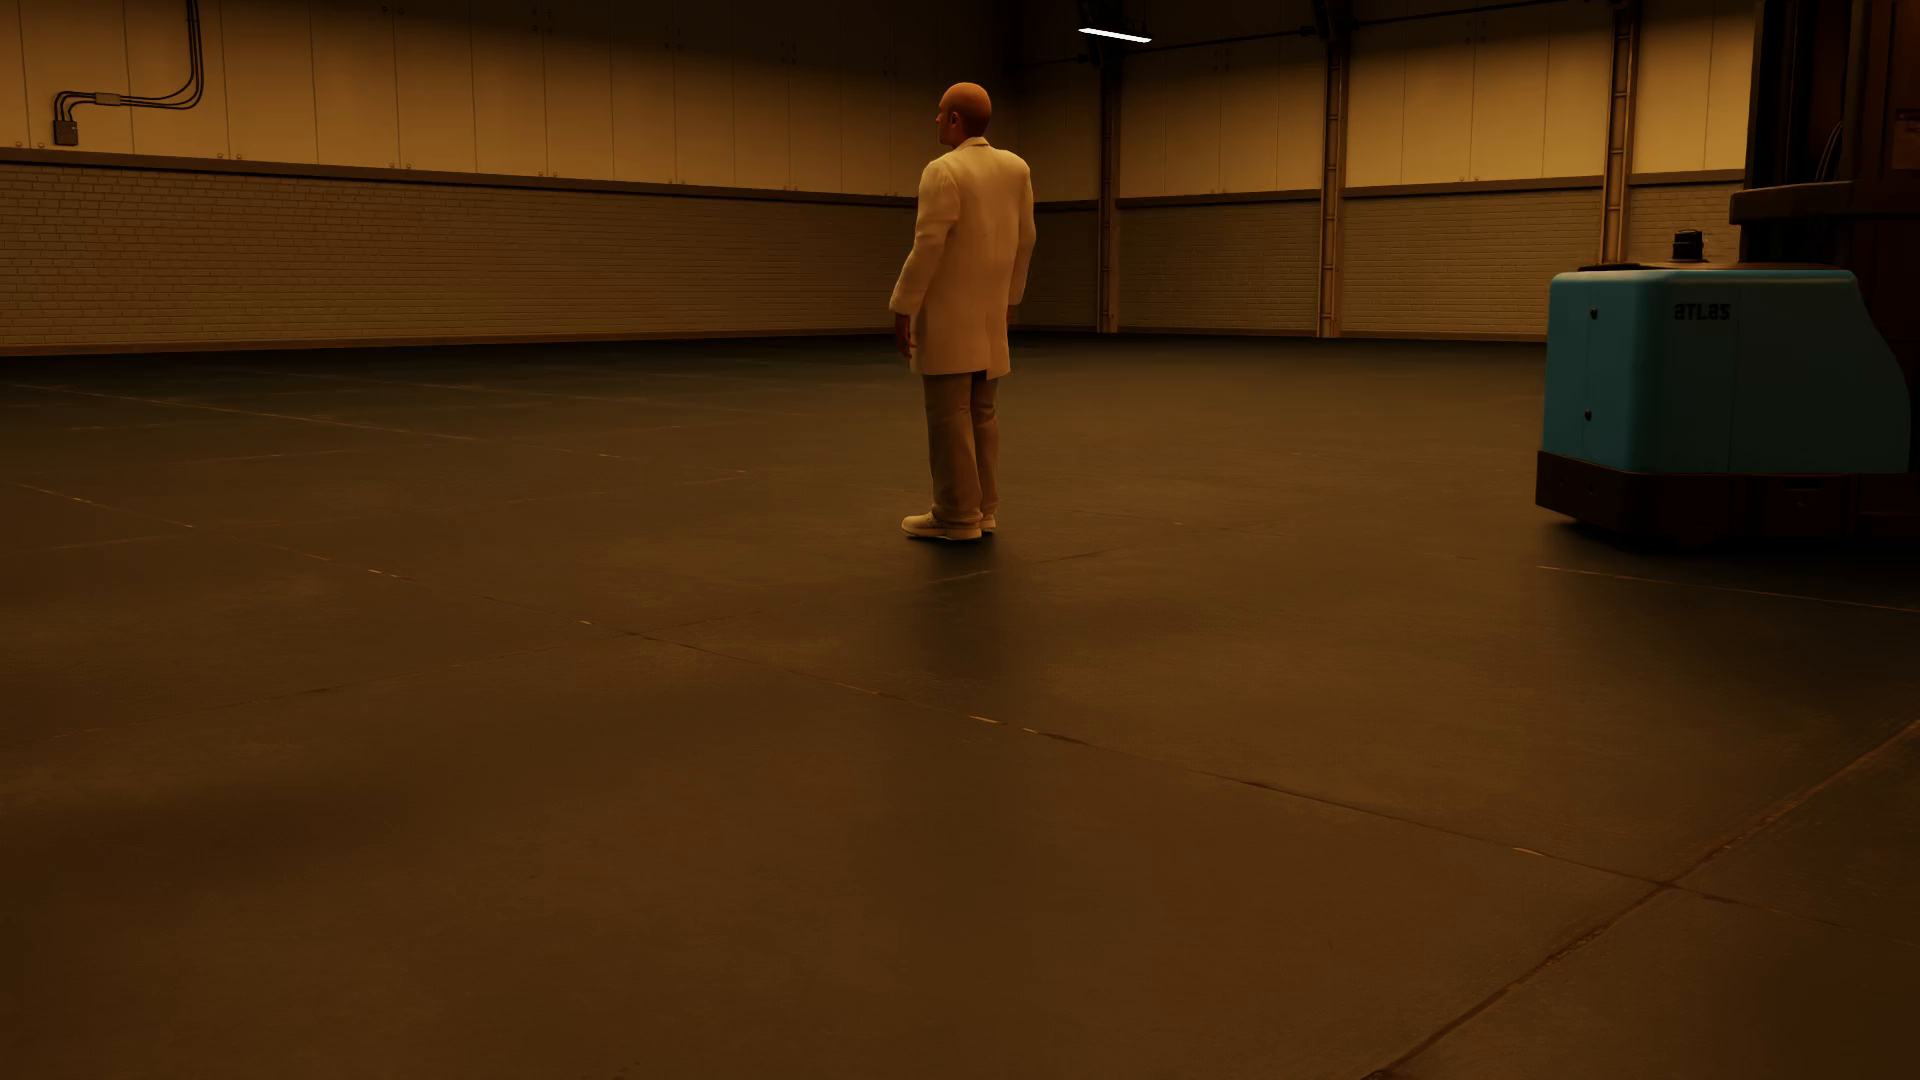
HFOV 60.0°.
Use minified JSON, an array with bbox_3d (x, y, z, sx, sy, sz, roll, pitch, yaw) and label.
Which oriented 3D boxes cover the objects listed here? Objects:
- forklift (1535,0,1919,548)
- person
[{"bbox_3d":[4.038,-1.474,6.661,3.031,2.935,1.130,0,9,-2],"label":"forklift"},{"bbox_3d":[-0.063,-0.896,6.649,0.578,1.777,0.698,8,12,43],"label":"person"}]
